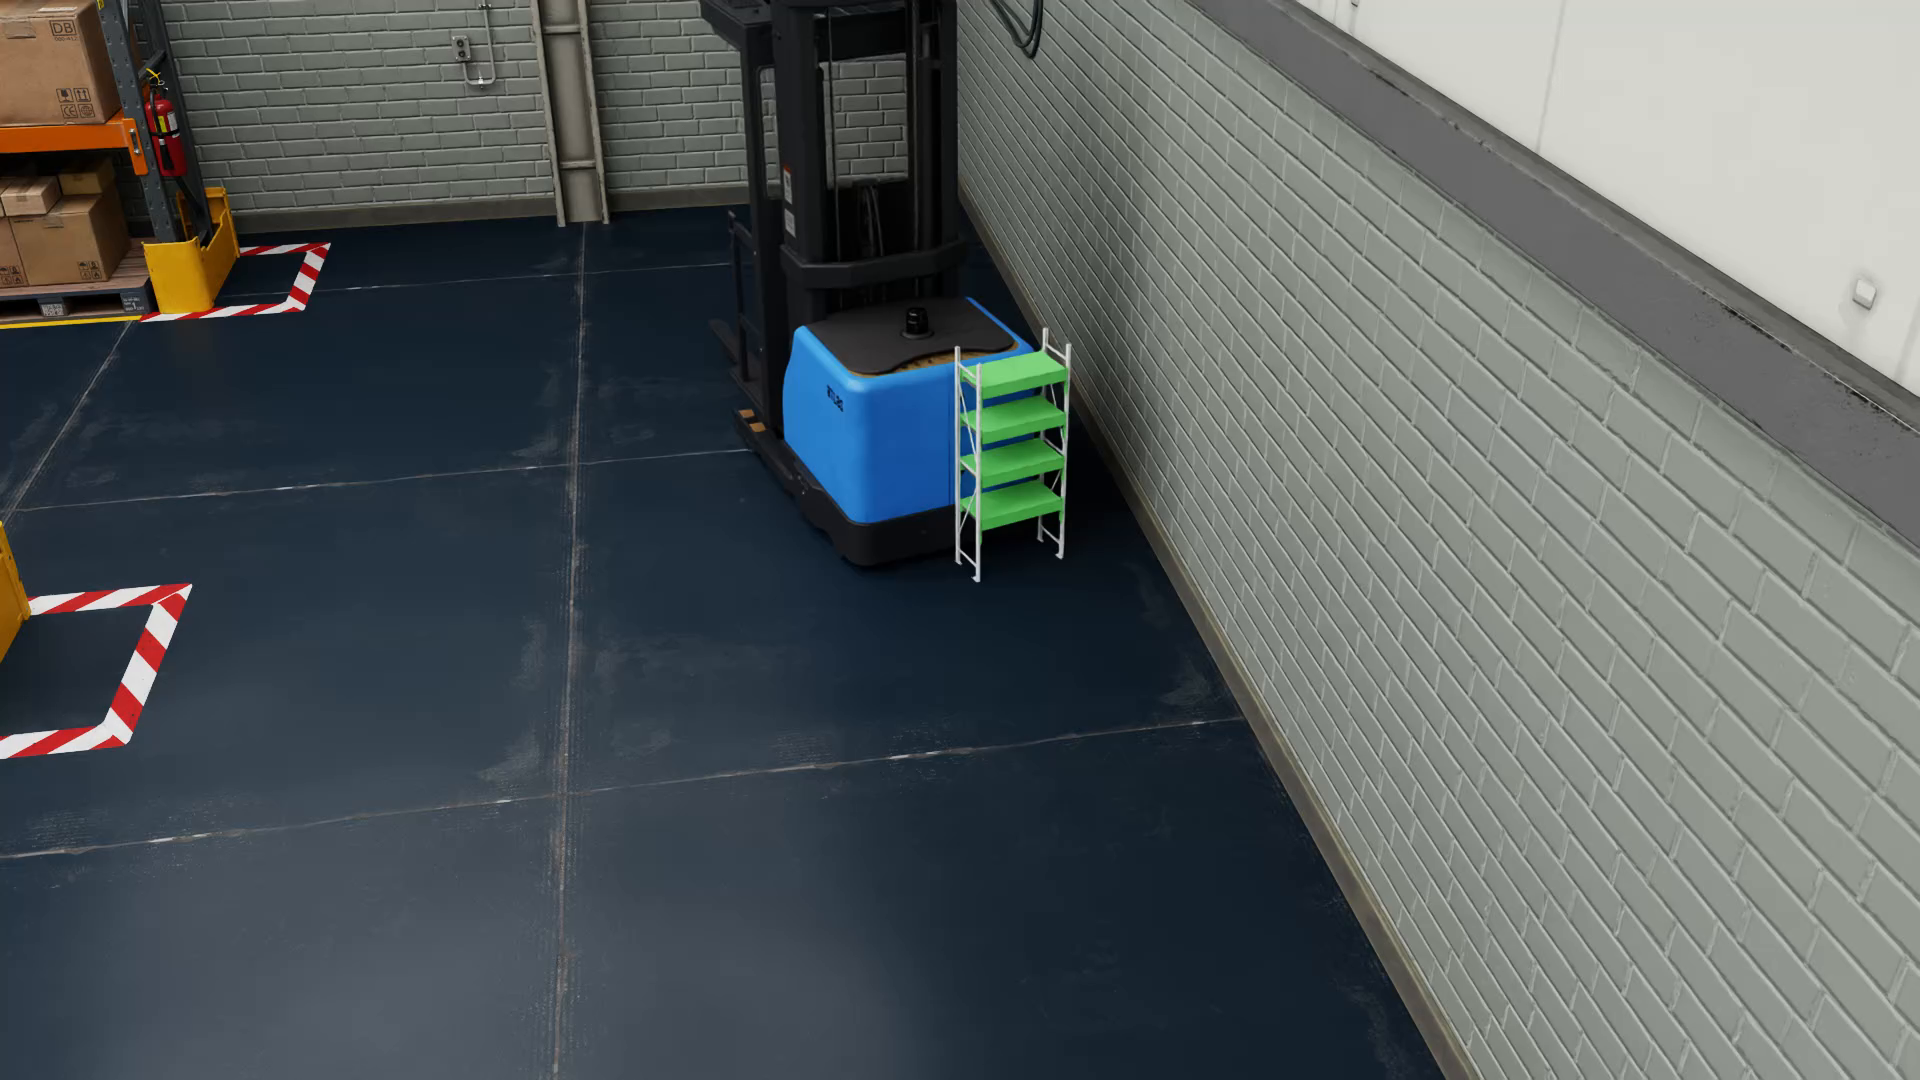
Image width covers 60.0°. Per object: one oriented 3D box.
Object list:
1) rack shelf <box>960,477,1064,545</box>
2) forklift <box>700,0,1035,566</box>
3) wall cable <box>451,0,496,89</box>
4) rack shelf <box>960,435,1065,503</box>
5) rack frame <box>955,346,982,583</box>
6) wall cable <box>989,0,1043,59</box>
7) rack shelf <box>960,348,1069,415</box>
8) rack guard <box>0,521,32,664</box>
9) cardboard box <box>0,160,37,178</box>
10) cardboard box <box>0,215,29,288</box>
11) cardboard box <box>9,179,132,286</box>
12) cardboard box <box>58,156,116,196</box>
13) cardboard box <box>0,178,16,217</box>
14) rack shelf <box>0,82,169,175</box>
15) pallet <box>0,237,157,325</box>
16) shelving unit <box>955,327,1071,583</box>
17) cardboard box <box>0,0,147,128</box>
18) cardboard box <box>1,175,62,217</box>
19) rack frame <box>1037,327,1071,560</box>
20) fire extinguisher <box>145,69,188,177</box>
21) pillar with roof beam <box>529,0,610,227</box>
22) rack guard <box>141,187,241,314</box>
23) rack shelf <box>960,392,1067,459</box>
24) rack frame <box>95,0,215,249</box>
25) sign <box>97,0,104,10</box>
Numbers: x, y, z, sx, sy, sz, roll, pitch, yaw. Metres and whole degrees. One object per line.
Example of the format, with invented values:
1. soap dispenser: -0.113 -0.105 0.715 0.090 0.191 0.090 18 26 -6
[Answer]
1. rack shelf: 0.255 -0.151 8.423 0.480 0.148 0.258 -15 34 -24
2. forklift: -0.684 -1.861 9.023 1.130 2.935 3.031 -13 33 -21
3. wall cable: -4.355 -4.162 11.867 1.851 1.984 0.084 -5 31 -9
4. rack shelf: 0.255 -0.358 8.302 0.480 0.148 0.258 -15 34 -24
5. rack frame: 0.039 -0.356 8.171 0.015 1.200 0.240 -15 34 -24
6. wall cable: 0.184 -4.721 10.965 0.112 2.526 3.097 -5 31 -9
7. rack shelf: 0.255 -0.772 8.058 0.480 0.148 0.258 -15 34 -24
8. rack guard: -4.623 0.418 7.545 0.348 0.500 1.175 -5 31 -9
9. cardboard box: -6.526 -2.469 11.402 0.250 0.149 0.380 -5 31 -9
10. cardboard box: -6.606 -2.080 11.379 0.500 0.500 0.700 -5 31 -9
11. cardboard box: -6.114 -2.125 11.457 0.500 0.500 0.700 -5 31 -9
12. cardboard box: -6.027 -2.516 11.482 0.250 0.149 0.380 -5 31 -9
13. cardboard box: -6.459 -2.279 11.078 0.250 0.149 0.380 -5 31 -8
14. rack shelf: -7.411 -2.643 10.995 4.000 0.370 1.077 -5 31 -9
15. pallet: -6.216 -1.822 11.640 1.213 0.211 1.003 -5 31 -9
16. shelving unit: 0.255 -0.413 8.269 0.503 1.200 0.258 -15 34 -24
17. cardboard box: -5.944 -3.213 10.960 0.700 0.700 0.980 -4 31 -7
18. cardboard box: -6.208 -2.302 11.118 0.250 0.149 0.380 -6 31 -10
19. rack frame: 0.470 -0.471 8.367 0.015 1.200 0.240 -15 34 -24
20. fire extinguisher: -5.212 -2.725 10.870 0.183 0.674 0.296 -5 31 -9
21. pillar with roof beam: -2.168 -4.253 7.105 0.400 9.000 9.100 -5 31 -9
22. rack guard: -5.420 -2.060 11.761 0.348 0.500 1.175 -5 31 -9
23. rack shelf: 0.255 -0.565 8.180 0.480 0.148 0.258 -15 34 -24
24. rack frame: -5.444 -3.136 11.123 0.127 3.000 1.000 -5 31 -9
25. sign: -5.360 -3.465 10.308 0.005 0.325 0.100 -5 31 -9
